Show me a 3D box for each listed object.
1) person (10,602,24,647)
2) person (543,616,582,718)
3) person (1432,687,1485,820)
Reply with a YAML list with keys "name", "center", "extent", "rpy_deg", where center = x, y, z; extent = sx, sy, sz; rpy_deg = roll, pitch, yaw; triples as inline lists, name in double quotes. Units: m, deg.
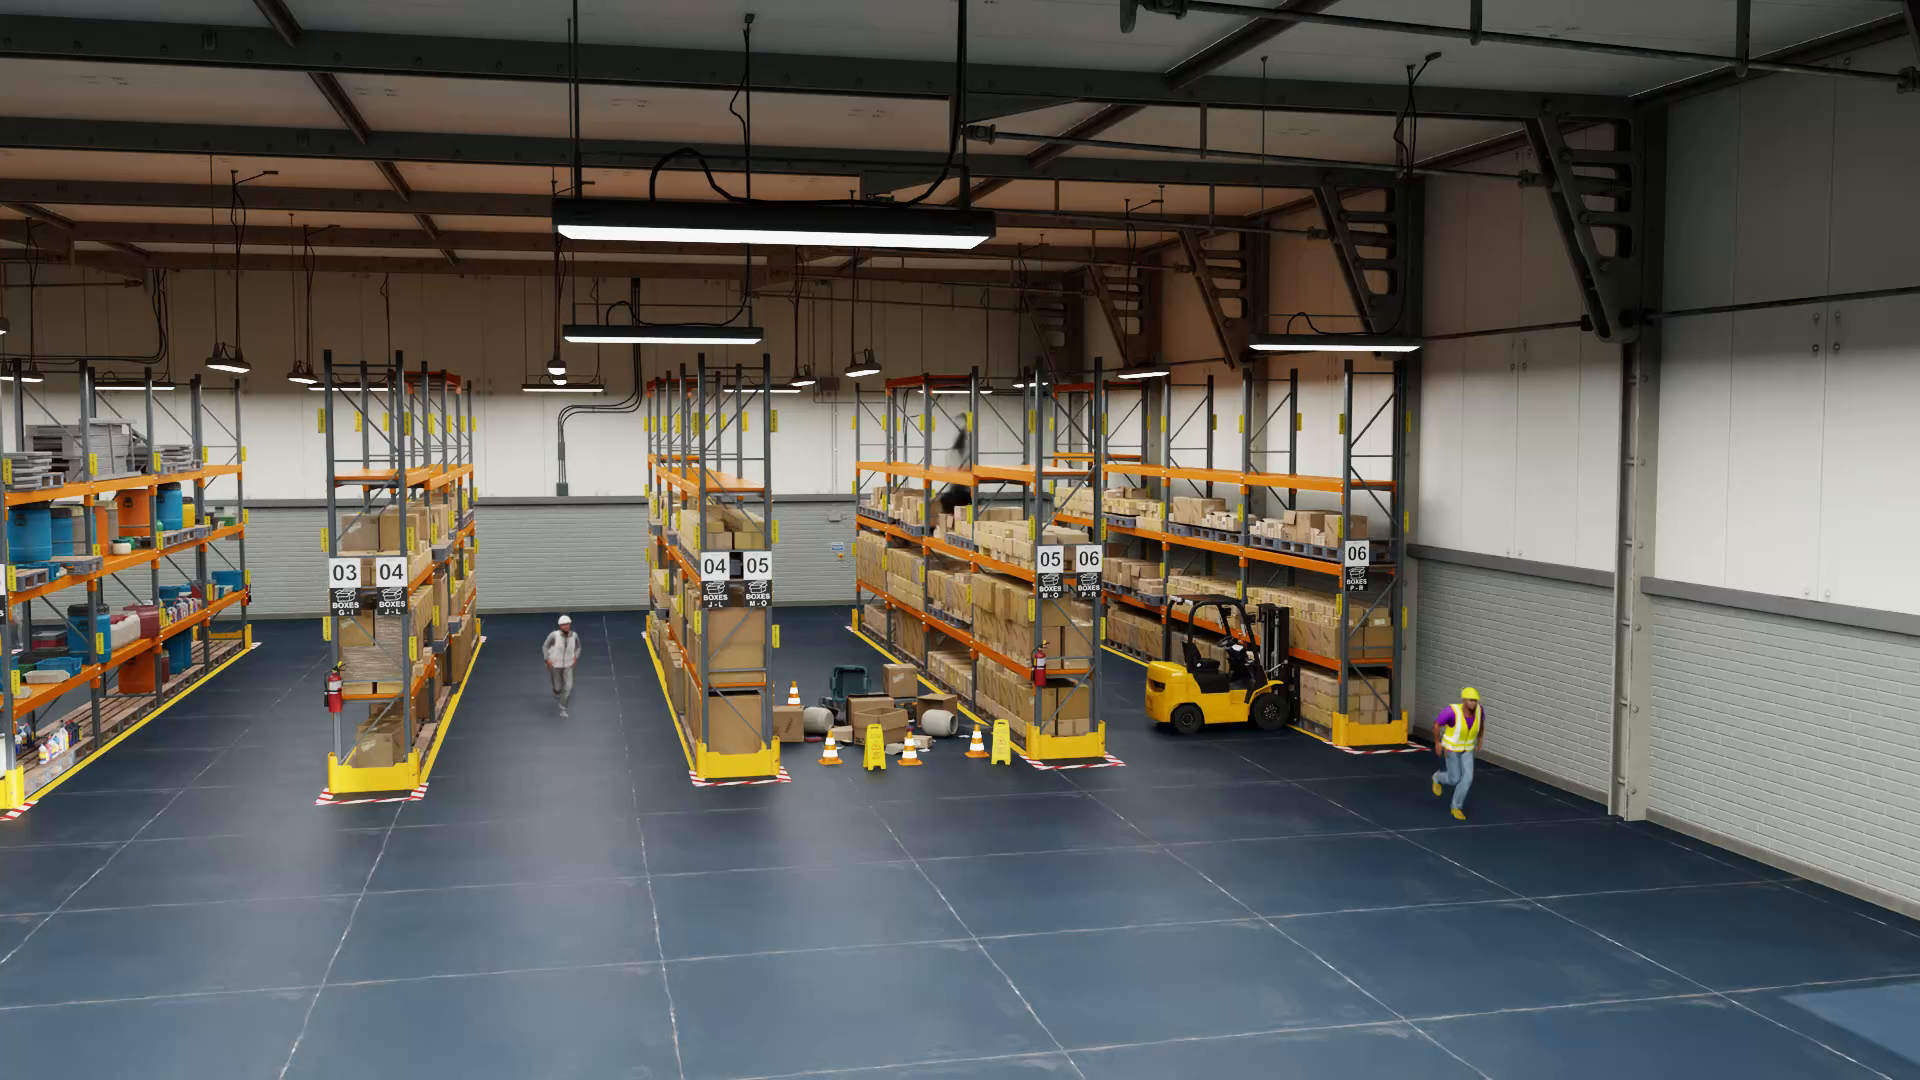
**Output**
- name: "person"
  center: [-21.120, 1.634, 37.028]
  extent: [0.765, 1.614, 0.612]
  rpy_deg: [0, 4, -1]
- name: "person"
  center: [-6.875, 2.163, 28.743]
  extent: [0.673, 1.753, 0.798]
  rpy_deg: [-2, 4, -23]
- name: "person"
  center: [6.375, 2.696, 21.337]
  extent: [0.700, 1.698, 0.898]
  rpy_deg: [-1, 4, -20]
